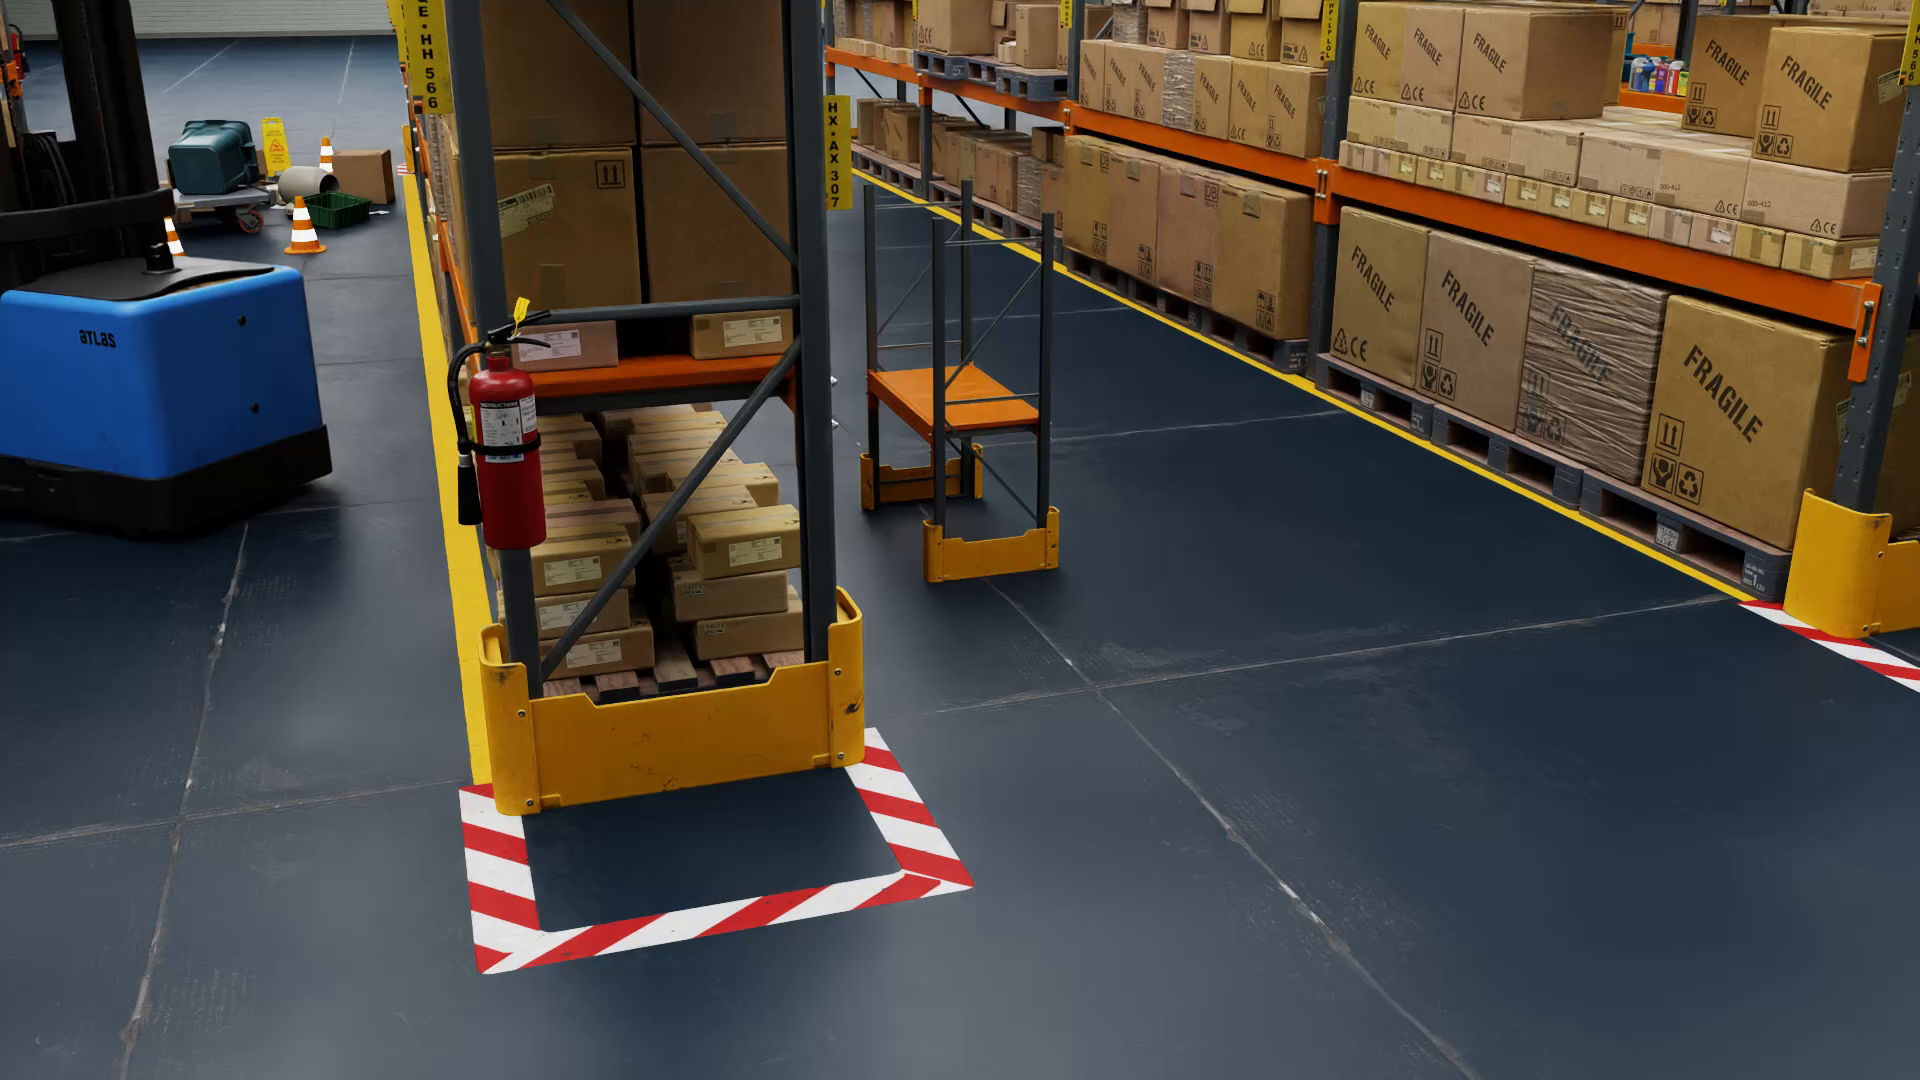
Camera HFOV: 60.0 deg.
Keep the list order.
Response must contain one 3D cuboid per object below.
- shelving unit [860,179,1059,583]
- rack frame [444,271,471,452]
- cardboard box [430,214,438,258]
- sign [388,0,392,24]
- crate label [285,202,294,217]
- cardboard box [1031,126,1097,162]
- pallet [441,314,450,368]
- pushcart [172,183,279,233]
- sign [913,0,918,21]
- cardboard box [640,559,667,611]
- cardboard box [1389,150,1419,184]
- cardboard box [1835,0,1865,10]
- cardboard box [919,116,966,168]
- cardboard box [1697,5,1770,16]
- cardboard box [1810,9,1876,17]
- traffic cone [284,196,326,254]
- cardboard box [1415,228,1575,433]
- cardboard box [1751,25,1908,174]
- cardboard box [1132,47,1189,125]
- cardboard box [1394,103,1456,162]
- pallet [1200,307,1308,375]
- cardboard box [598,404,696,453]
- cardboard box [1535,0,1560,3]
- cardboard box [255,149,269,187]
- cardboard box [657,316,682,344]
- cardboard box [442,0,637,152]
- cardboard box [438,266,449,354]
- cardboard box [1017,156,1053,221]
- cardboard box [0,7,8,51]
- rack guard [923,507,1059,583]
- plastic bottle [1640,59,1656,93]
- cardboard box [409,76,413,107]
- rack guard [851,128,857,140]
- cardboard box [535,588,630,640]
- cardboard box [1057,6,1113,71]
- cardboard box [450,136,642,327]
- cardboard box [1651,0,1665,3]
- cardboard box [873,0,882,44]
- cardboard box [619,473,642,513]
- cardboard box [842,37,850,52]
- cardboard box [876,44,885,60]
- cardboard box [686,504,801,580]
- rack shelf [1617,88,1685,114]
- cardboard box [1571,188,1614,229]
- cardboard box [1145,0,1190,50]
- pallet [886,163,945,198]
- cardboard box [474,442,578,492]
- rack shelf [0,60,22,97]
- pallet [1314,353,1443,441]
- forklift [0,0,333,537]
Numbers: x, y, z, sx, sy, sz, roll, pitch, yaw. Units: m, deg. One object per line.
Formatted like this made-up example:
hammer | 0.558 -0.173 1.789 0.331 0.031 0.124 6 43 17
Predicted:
shelving unit | -0.024 -0.730 7.231 0.587 1.500 1.083 -6 21 -17
rack frame | -2.136 -1.940 8.380 1.000 3.000 0.127 -6 21 -17
cardboard box | -2.939 -1.861 10.127 0.500 0.250 0.500 -7 21 -20
sign | -5.177 -4.892 15.202 0.100 0.325 0.005 -6 21 -17
crate label | -6.382 -3.204 16.135 0.250 0.136 0.298 12 23 30
cardboard box | 0.932 -3.483 14.613 0.500 0.250 0.500 -4 20 -11
pallet | -2.769 -1.269 10.638 1.003 0.211 1.213 -6 21 -17
pushcart | -7.169 -2.973 15.135 1.648 0.377 0.936 -15 25 -36
sign | -0.423 -5.349 16.591 0.100 0.325 0.005 -6 21 -17
cardboard box | -0.984 0.131 6.209 0.380 0.149 0.250 -6 21 -17
cardboard box | 2.547 -2.017 8.967 0.380 0.149 0.250 -6 21 -15
cardboard box | 12.950 -7.811 23.809 0.500 0.500 0.500 -6 21 -17
cardboard box | -0.185 -4.339 18.135 0.500 0.500 0.500 0 20 0
cardboard box | 9.350 -6.242 20.209 0.700 0.500 0.500 -7 21 -19
cardboard box | 9.887 -5.683 18.653 0.500 0.500 0.500 -5 20 -13
traffic cone | -5.663 -2.722 14.311 0.336 0.463 0.334 -6 21 -17
cardboard box | 3.019 -1.123 8.628 0.875 0.875 0.875 -6 21 -17
cardboard box | 3.459 -1.702 6.389 0.500 0.500 0.500 -6 21 -17
cardboard box | 1.570 -3.251 11.882 0.500 0.500 0.500 -7 21 -18
cardboard box | 2.655 -2.165 8.789 0.500 0.250 0.500 -6 21 -17
pallet | 2.290 -1.362 10.895 1.003 0.211 1.213 -6 21 -17
cardboard box | -1.323 -0.487 7.051 0.380 0.149 0.250 -6 21 -17
cardboard box | 8.372 -7.233 22.967 0.700 0.500 0.500 -6 21 -17
cardboard box | -7.620 -3.763 17.148 0.637 0.503 0.797 12 23 30
cardboard box | -0.789 -0.754 5.450 0.380 0.149 0.250 -6 21 -15
cardboard box | -1.259 -1.434 4.905 0.500 0.500 0.500 -7 21 -18
cardboard box | -2.769 -1.337 9.777 0.500 0.500 0.500 -7 21 -18
cardboard box | 0.931 -3.138 14.763 0.700 0.500 0.500 -8 21 -22
cardboard box | -10.143 -5.275 17.076 0.500 0.500 0.500 -7 21 -18
rack guard | 0.133 0.018 6.997 0.587 0.250 0.087 -6 21 -17
plastic bottle | 5.888 -3.970 14.224 0.097 0.271 0.097 0 20 0
cardboard box | -3.945 -3.547 12.706 0.500 0.500 0.500 -6 21 -17
rack guard | -1.144 -5.085 20.833 1.175 0.500 0.348 -6 21 -17
cardboard box | -1.316 0.209 5.554 0.380 0.149 0.250 -7 21 -19
cardboard box | 1.139 -4.132 13.713 0.500 0.500 0.500 -9 22 -24
cardboard box | -1.265 -0.960 5.064 0.500 0.500 0.500 -6 21 -16
cardboard box | 8.888 -6.797 20.794 0.380 0.149 0.250 -6 21 -17
cardboard box | -0.487 -5.819 18.591 0.875 0.500 0.500 -6 21 -17
cardboard box | -1.145 -0.180 6.635 0.380 0.149 0.250 -7 21 -20
cardboard box | -1.180 -5.886 19.739 0.380 0.149 0.250 -6 21 -17
cardboard box | -0.714 -5.404 18.396 0.380 0.149 0.250 -6 21 -17
cardboard box | -0.721 0.004 5.685 0.380 0.149 0.250 -7 21 -20
rack shelf | 6.677 -3.264 13.130 1.077 0.370 4.000 -6 21 -17
cardboard box | 3.032 -1.523 7.590 0.380 0.149 0.250 -6 21 -17
cardboard box | 1.764 -3.791 11.903 0.797 0.503 0.637 -6 21 -16
pallet | -0.155 -3.901 17.965 1.003 0.211 1.213 -6 21 -17
cardboard box | -1.671 -0.262 6.424 0.380 0.149 0.250 -6 21 -15
rack shelf | -9.947 -4.252 15.881 1.077 0.370 4.000 -6 21 -17
pallet | 2.769 -0.870 9.526 1.003 0.211 1.213 -6 21 -17
forklift | -4.630 -1.709 7.840 3.031 2.935 1.130 9 22 23
